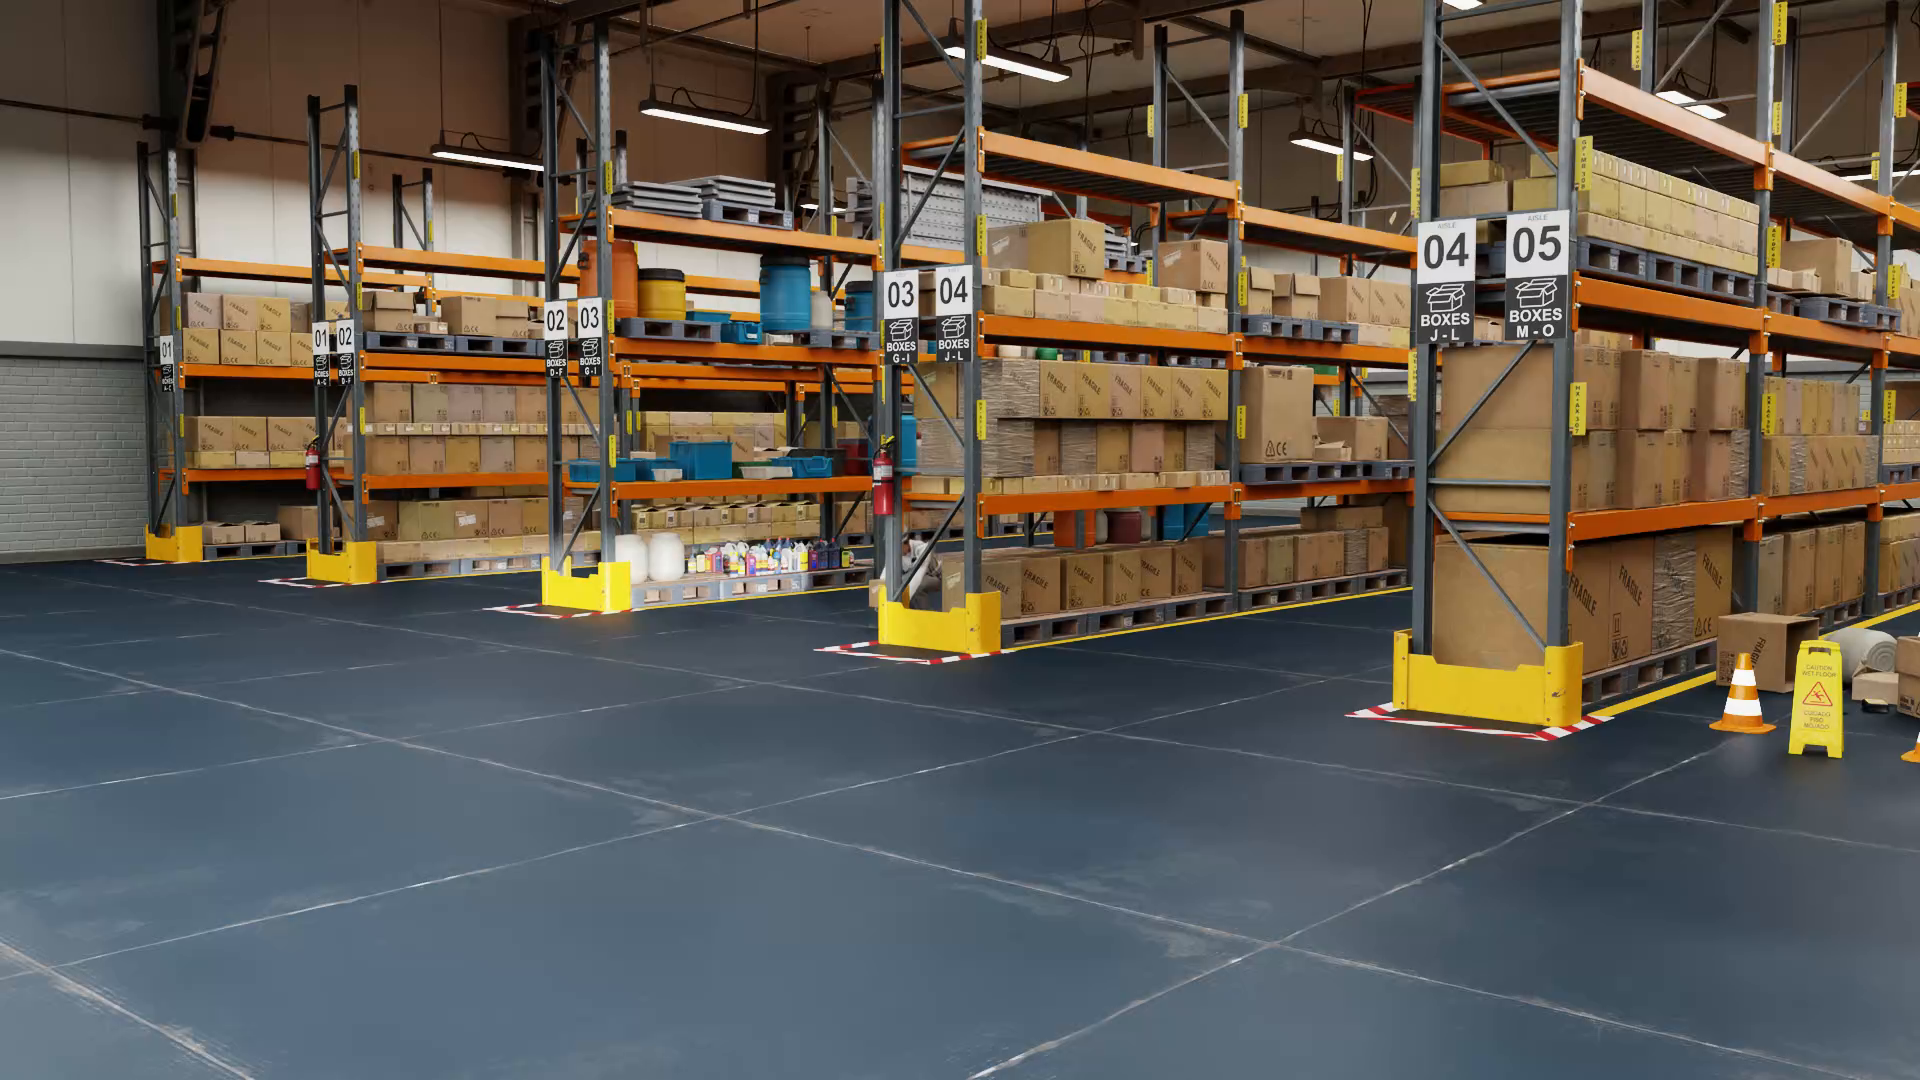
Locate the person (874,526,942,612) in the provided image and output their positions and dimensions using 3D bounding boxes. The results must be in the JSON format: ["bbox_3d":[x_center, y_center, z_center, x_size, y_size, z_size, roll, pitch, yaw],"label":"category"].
[{"bbox_3d":[-0.452,0.337,15.835,0.507,0.958,0.820,3,5,40],"label":"person"}]
